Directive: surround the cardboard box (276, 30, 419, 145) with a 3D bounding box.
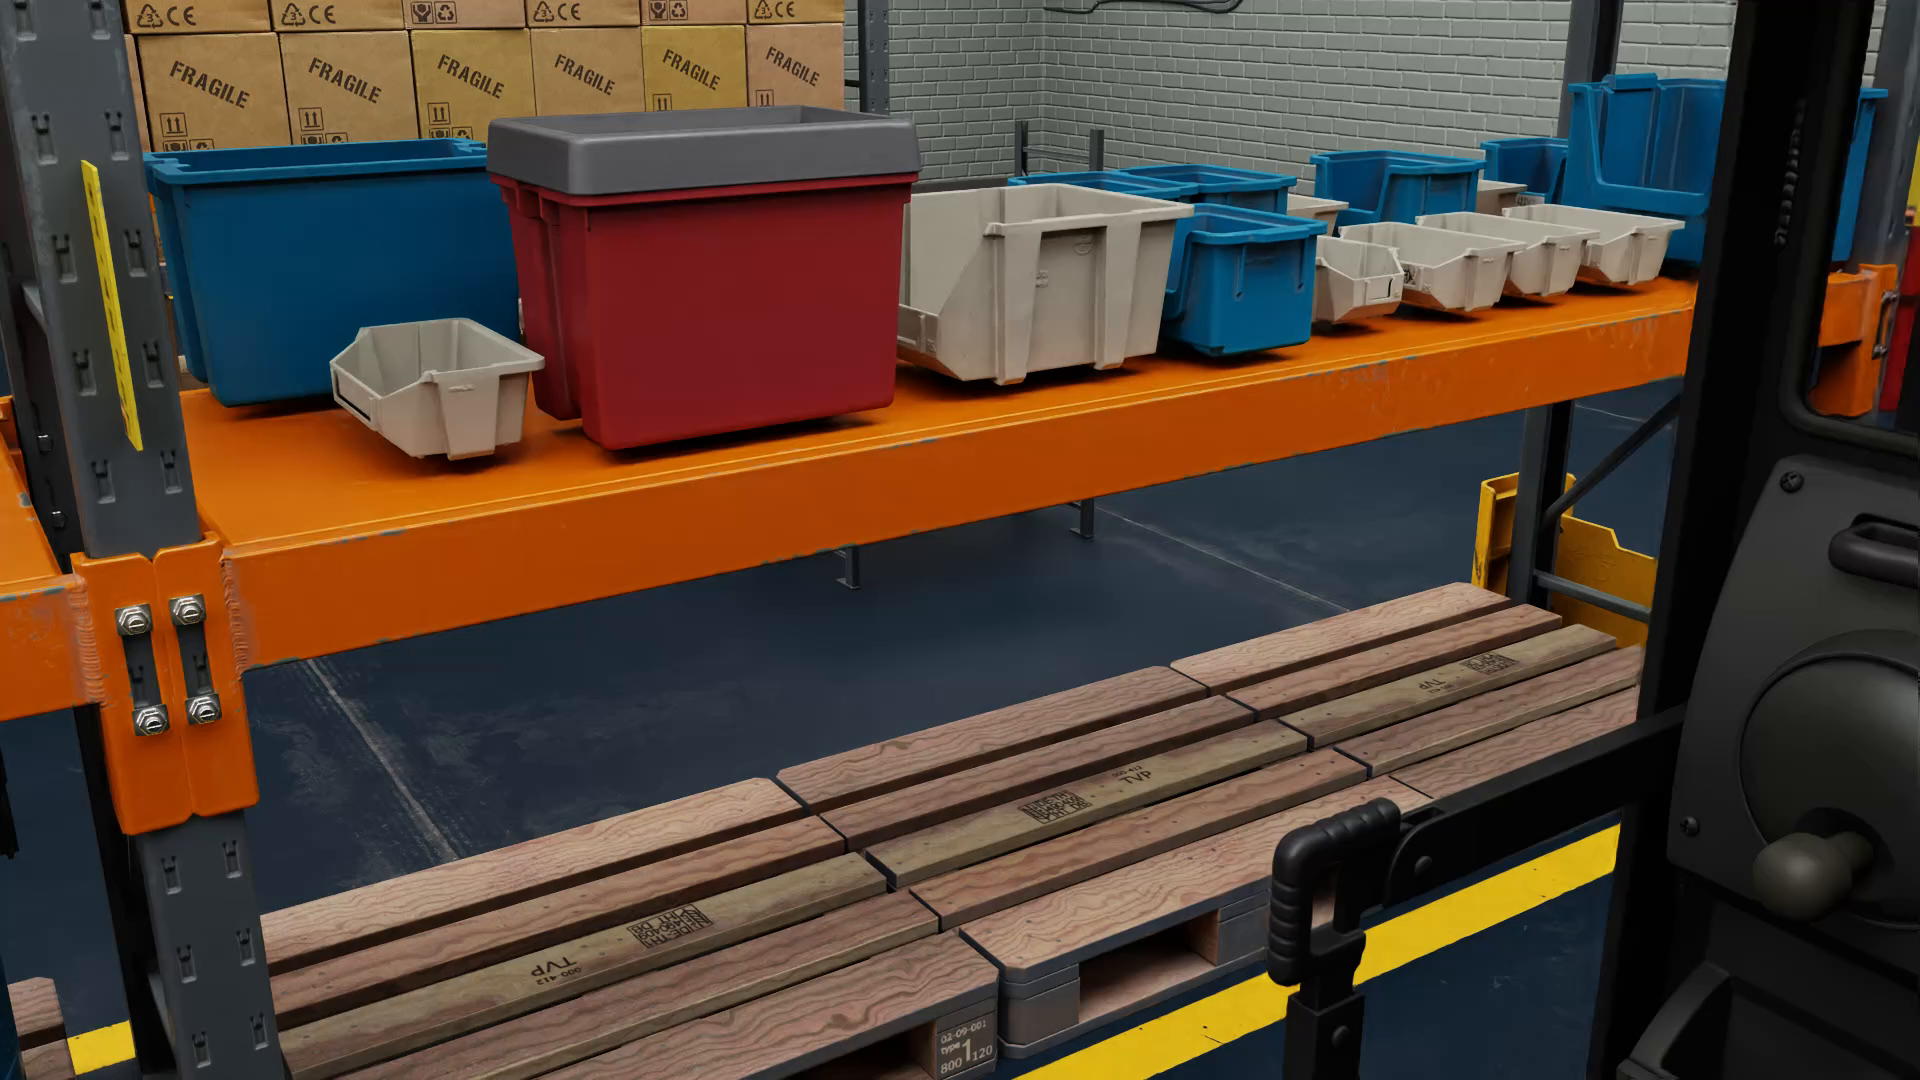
[{"bbox_3d":[-2.584,-1.854,6.890,0.500,0.500,0.500,-12,22,-32],"label":"cardboard box"}]

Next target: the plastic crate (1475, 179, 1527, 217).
[{"bbox_3d":[1.357,-0.904,4.554,0.298,0.136,0.250,-12,22,-31],"label":"plastic crate"}]

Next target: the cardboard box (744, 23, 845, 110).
[{"bbox_3d":[-0.888,-2.212,7.947,0.500,0.500,0.500,-11,22,-30],"label":"cardboard box"}]

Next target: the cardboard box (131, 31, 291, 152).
[{"bbox_3d":[-3.003,-1.767,6.631,0.500,0.500,0.500,-11,22,-30],"label":"cardboard box"}]

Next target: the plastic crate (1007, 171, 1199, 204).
[{"bbox_3d":[0.320,-0.699,3.798,0.300,0.233,0.416,-12,22,-31],"label":"plastic crate"}]

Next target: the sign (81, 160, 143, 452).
[{"bbox_3d":[-0.982,-0.270,1.926,0.005,0.325,0.100,-12,22,-31],"label":"sign"}]

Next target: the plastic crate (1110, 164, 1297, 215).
[{"bbox_3d":[0.571,-0.752,3.954,0.300,0.233,0.416,-12,22,-31],"label":"plastic crate"}]

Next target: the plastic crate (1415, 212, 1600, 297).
[{"bbox_3d":[1.226,-0.655,3.816,0.243,0.136,0.396,-12,22,-31],"label":"plastic crate"}]

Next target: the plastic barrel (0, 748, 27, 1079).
[{"bbox_3d":[-1.747,0.600,2.406,0.708,0.901,0.600,-12,22,-31],"label":"plastic barrel"}]

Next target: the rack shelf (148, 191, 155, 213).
[{"bbox_3d":[-2.334,-1.623,7.485,4.000,0.370,1.077,-12,22,-31],"label":"rack shelf"}]

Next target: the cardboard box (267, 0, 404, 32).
[{"bbox_3d":[-2.596,-2.322,6.711,0.500,0.500,0.500,-13,22,-33],"label":"cardboard box"}]

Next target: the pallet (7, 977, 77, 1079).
[{"bbox_3d":[-1.951,1.160,2.484,1.213,0.211,1.003,-12,22,-31],"label":"pallet"}]

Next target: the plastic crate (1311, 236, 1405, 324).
[{"bbox_3d":[0.770,-0.542,3.483,0.250,0.136,0.298,-12,22,-31],"label":"plastic crate"}]

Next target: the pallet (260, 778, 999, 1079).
[{"bbox_3d":[-0.690,0.895,3.267,1.213,0.211,1.003,-12,22,-31],"label":"pallet"}]

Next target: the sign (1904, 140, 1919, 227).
[{"bbox_3d":[2.374,-0.923,4.038,0.005,0.325,0.100,-12,22,-31],"label":"sign"}]

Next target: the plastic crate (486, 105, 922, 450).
[{"bbox_3d":[-0.400,-0.435,2.654,0.583,0.464,0.402,-12,22,-31],"label":"plastic crate"}]

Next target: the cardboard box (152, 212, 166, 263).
[{"bbox_3d":[-5.630,-2.143,11.146,0.500,0.500,0.700,-12,22,-32],"label":"cardboard box"}]

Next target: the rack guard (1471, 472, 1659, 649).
[{"bbox_3d":[2.070,0.186,4.914,0.348,0.500,1.175,-12,22,-31],"label":"rack guard"}]

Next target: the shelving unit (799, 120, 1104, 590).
[{"bbox_3d":[-0.071,-0.695,5.960,1.048,1.500,0.538,-12,22,-31],"label":"shelving unit"}]

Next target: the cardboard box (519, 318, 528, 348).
[{"bbox_3d":[-1.792,-0.901,7.832,0.500,0.250,0.500,-12,22,-31],"label":"cardboard box"}]

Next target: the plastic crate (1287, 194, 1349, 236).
[{"bbox_3d":[0.790,-0.785,4.200,0.298,0.136,0.250,-12,22,-31],"label":"plastic crate"}]

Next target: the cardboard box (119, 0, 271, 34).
[{"bbox_3d":[-3.025,-2.231,6.444,0.500,0.500,0.500,-13,22,-33],"label":"cardboard box"}]

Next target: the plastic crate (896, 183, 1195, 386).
[{"bbox_3d":[0.093,-0.478,3.066,0.530,0.282,0.437,-12,22,-31],"label":"plastic crate"}]

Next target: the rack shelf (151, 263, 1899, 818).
[{"bbox_3d":[0.387,-0.297,3.564,4.000,0.370,1.077,-12,22,-31],"label":"rack shelf"}]

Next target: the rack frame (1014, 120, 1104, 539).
[{"bbox_3d":[0.353,-0.785,6.225,0.032,1.500,0.500,-12,22,-31],"label":"rack frame"}]

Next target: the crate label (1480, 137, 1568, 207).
[{"bbox_3d":[1.670,-0.984,4.640,0.303,0.233,0.416,-12,22,-31],"label":"crate label"}]

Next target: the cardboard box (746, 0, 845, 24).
[{"bbox_3d":[-0.884,-2.685,7.786,0.500,0.500,0.500,-12,22,-32],"label":"cardboard box"}]

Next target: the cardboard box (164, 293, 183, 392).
[{"bbox_3d":[-3.685,-0.812,7.179,0.500,0.500,0.500,-12,22,-31],"label":"cardboard box"}]

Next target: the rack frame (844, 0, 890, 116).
[{"bbox_3d":[-0.664,-2.316,8.412,0.127,3.000,1.000,-12,22,-31],"label":"rack frame"}]

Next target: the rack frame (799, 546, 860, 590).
[{"bbox_3d":[-0.496,-0.606,5.695,0.032,1.500,0.500,-12,22,-31],"label":"rack frame"}]

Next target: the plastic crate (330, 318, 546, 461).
[{"bbox_3d":[-0.816,-0.233,2.569,0.243,0.136,0.396,-12,22,-31],"label":"plastic crate"}]

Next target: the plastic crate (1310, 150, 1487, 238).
[{"bbox_3d":[1.120,-0.868,4.297,0.300,0.233,0.416,-12,22,-31],"label":"plastic crate"}]

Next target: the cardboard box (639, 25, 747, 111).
[{"bbox_3d":[-1.319,-2.119,7.674,0.500,0.500,0.500,-12,22,-31],"label":"cardboard box"}]

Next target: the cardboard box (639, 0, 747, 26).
[{"bbox_3d":[-1.306,-2.596,7.522,0.500,0.500,0.500,-11,22,-30],"label":"cardboard box"}]

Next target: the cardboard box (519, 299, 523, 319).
[{"bbox_3d":[-2.109,-1.026,8.202,0.500,0.250,0.500,-12,22,-31],"label":"cardboard box"}]

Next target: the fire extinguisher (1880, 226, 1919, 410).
[{"bbox_3d":[2.433,-0.682,4.282,0.183,0.674,0.296,-12,22,-31],"label":"fire extinguisher"}]

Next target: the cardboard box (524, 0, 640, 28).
[{"bbox_3d":[-1.736,-2.503,7.249,0.500,0.500,0.500,-11,22,-30],"label":"cardboard box"}]

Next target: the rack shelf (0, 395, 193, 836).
[{"bbox_3d":[-2.954,0.407,1.480,4.000,0.370,1.077,-12,22,-31],"label":"rack shelf"}]

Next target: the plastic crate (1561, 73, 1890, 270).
[{"bbox_3d":[1.881,-0.927,4.153,0.499,0.435,0.616,-12,22,-31],"label":"plastic crate"}]

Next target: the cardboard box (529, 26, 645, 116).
[{"bbox_3d":[-1.739,-2.033,7.419,0.500,0.500,0.500,-12,22,-31],"label":"cardboard box"}]

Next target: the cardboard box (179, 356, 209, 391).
[{"bbox_3d":[-3.404,-0.728,7.478,0.250,0.149,0.380,-12,22,-31],"label":"cardboard box"}]

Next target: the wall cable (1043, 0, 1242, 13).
[{"bbox_3d":[1.529,-5.912,14.530,0.112,2.526,3.097,-12,22,-31],"label":"wall cable"}]

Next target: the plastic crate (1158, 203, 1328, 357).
[{"bbox_3d":[0.483,-0.509,3.235,0.300,0.233,0.416,-12,22,-31],"label":"plastic crate"}]

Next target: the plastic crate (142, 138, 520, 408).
[{"bbox_3d":[-1.081,-0.480,2.913,0.575,0.384,0.392,-12,22,-31],"label":"plastic crate"}]

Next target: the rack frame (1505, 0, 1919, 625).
[{"bbox_3d":[2.057,-0.990,4.491,0.127,3.000,1.000,-12,22,-31],"label":"rack frame"}]

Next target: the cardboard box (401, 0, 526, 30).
[{"bbox_3d":[-2.165,-2.413,6.981,0.500,0.500,0.500,-11,22,-30],"label":"cardboard box"}]

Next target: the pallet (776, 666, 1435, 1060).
[{"bbox_3d":[0.329,0.679,3.907,1.213,0.211,1.003,-12,22,-31],"label":"pallet"}]

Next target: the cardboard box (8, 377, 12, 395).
[{"bbox_3d":[-3.535,-0.562,6.736,0.500,0.311,0.500,-12,22,-31],"label":"cardboard box"}]

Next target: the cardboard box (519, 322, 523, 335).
[{"bbox_3d":[-2.438,-0.970,7.640,0.637,0.503,0.797,-12,22,-31],"label":"cardboard box"}]

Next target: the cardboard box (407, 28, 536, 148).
[{"bbox_3d":[-2.160,-1.944,7.156,0.500,0.500,0.500,-12,22,-32],"label":"cardboard box"}]

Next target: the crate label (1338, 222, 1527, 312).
[{"bbox_3d":[1.007,-0.599,3.651,0.243,0.136,0.396,-12,22,-31],"label":"crate label"}]

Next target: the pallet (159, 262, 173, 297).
[{"bbox_3d":[-5.034,-1.944,11.666,1.213,0.211,1.003,-12,22,-31],"label":"pallet"}]

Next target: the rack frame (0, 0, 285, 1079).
[{"bbox_3d":[-1.283,-0.286,2.407,0.127,3.000,1.000,-12,22,-31],"label":"rack frame"}]

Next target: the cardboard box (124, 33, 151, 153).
[{"bbox_3d":[-3.429,-1.676,6.362,0.500,0.500,0.500,-11,22,-30],"label":"cardboard box"}]

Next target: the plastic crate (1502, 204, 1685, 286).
[{"bbox_3d":[1.476,-0.702,3.955,0.243,0.136,0.396,-12,22,-31],"label":"plastic crate"}]

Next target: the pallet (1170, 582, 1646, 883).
[{"bbox_3d":[1.347,0.465,4.539,1.213,0.211,1.003,-12,22,-31],"label":"pallet"}]
